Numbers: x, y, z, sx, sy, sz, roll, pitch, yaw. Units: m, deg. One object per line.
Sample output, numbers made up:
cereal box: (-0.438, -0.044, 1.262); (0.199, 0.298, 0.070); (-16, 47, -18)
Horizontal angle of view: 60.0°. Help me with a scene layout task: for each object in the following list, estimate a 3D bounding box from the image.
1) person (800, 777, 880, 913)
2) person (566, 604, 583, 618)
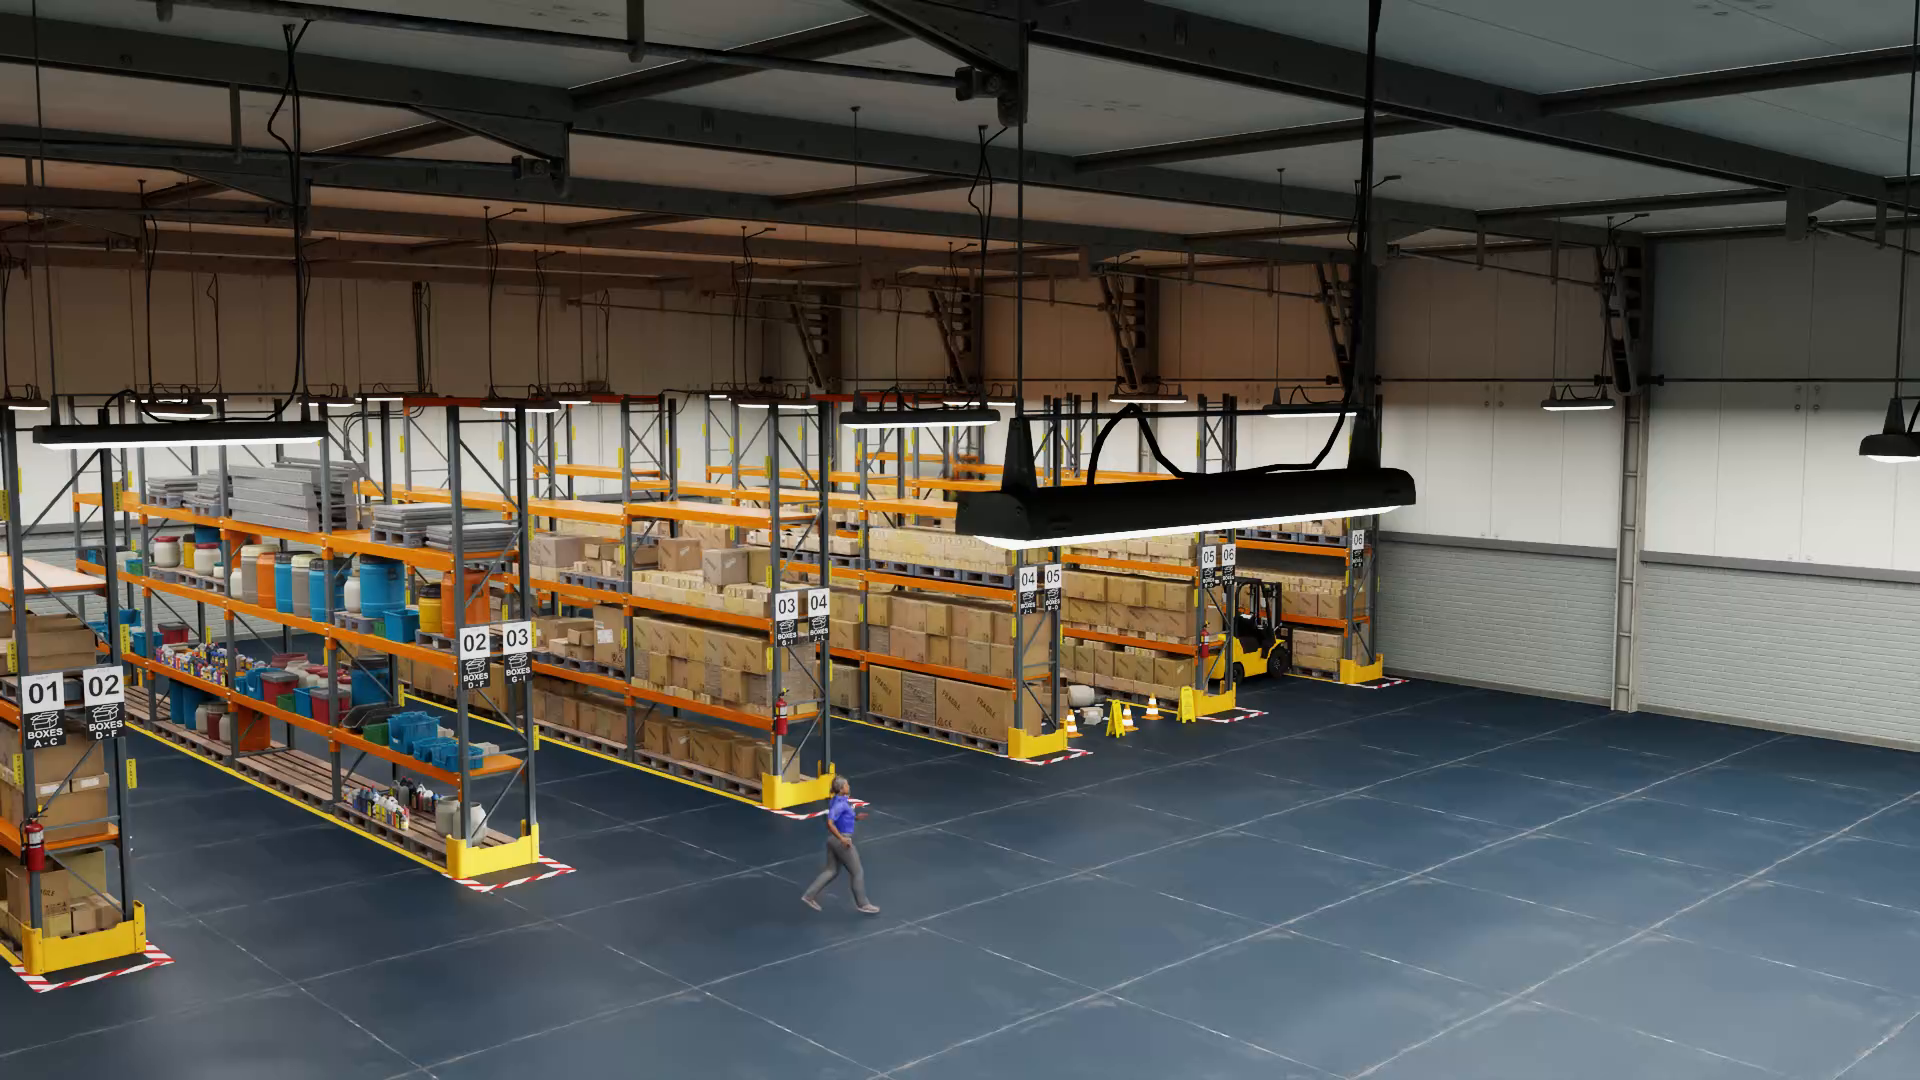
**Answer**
person: (-1.398, 3.636, 19.565); (0.916, 1.572, 0.572); (-2, 6, -22)
person: (-9.524, 1.517, 41.405); (0.580, 1.622, 0.900); (1, 6, 13)
